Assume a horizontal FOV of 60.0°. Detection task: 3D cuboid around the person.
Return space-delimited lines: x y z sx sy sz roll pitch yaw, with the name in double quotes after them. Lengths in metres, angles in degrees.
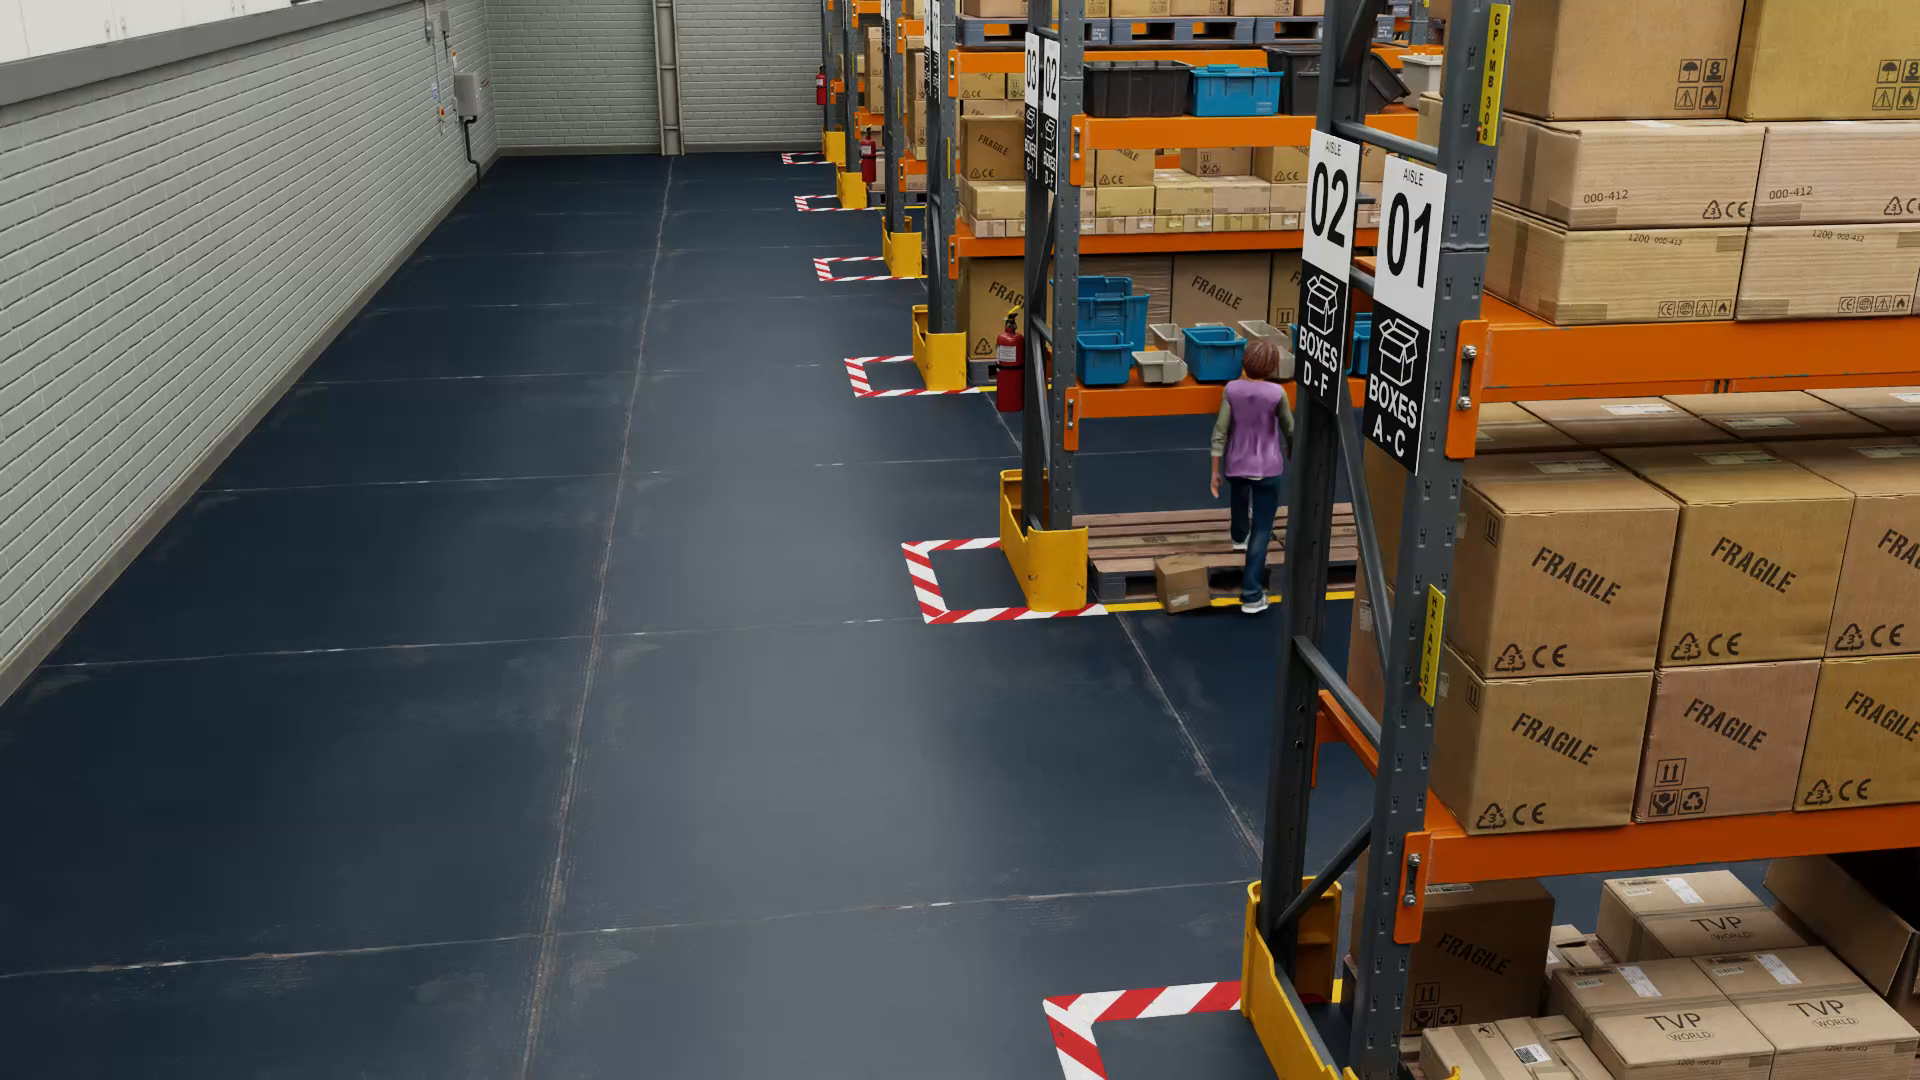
1.730 -0.428 9.708 0.445 1.561 0.854 8 22 21 "person"
